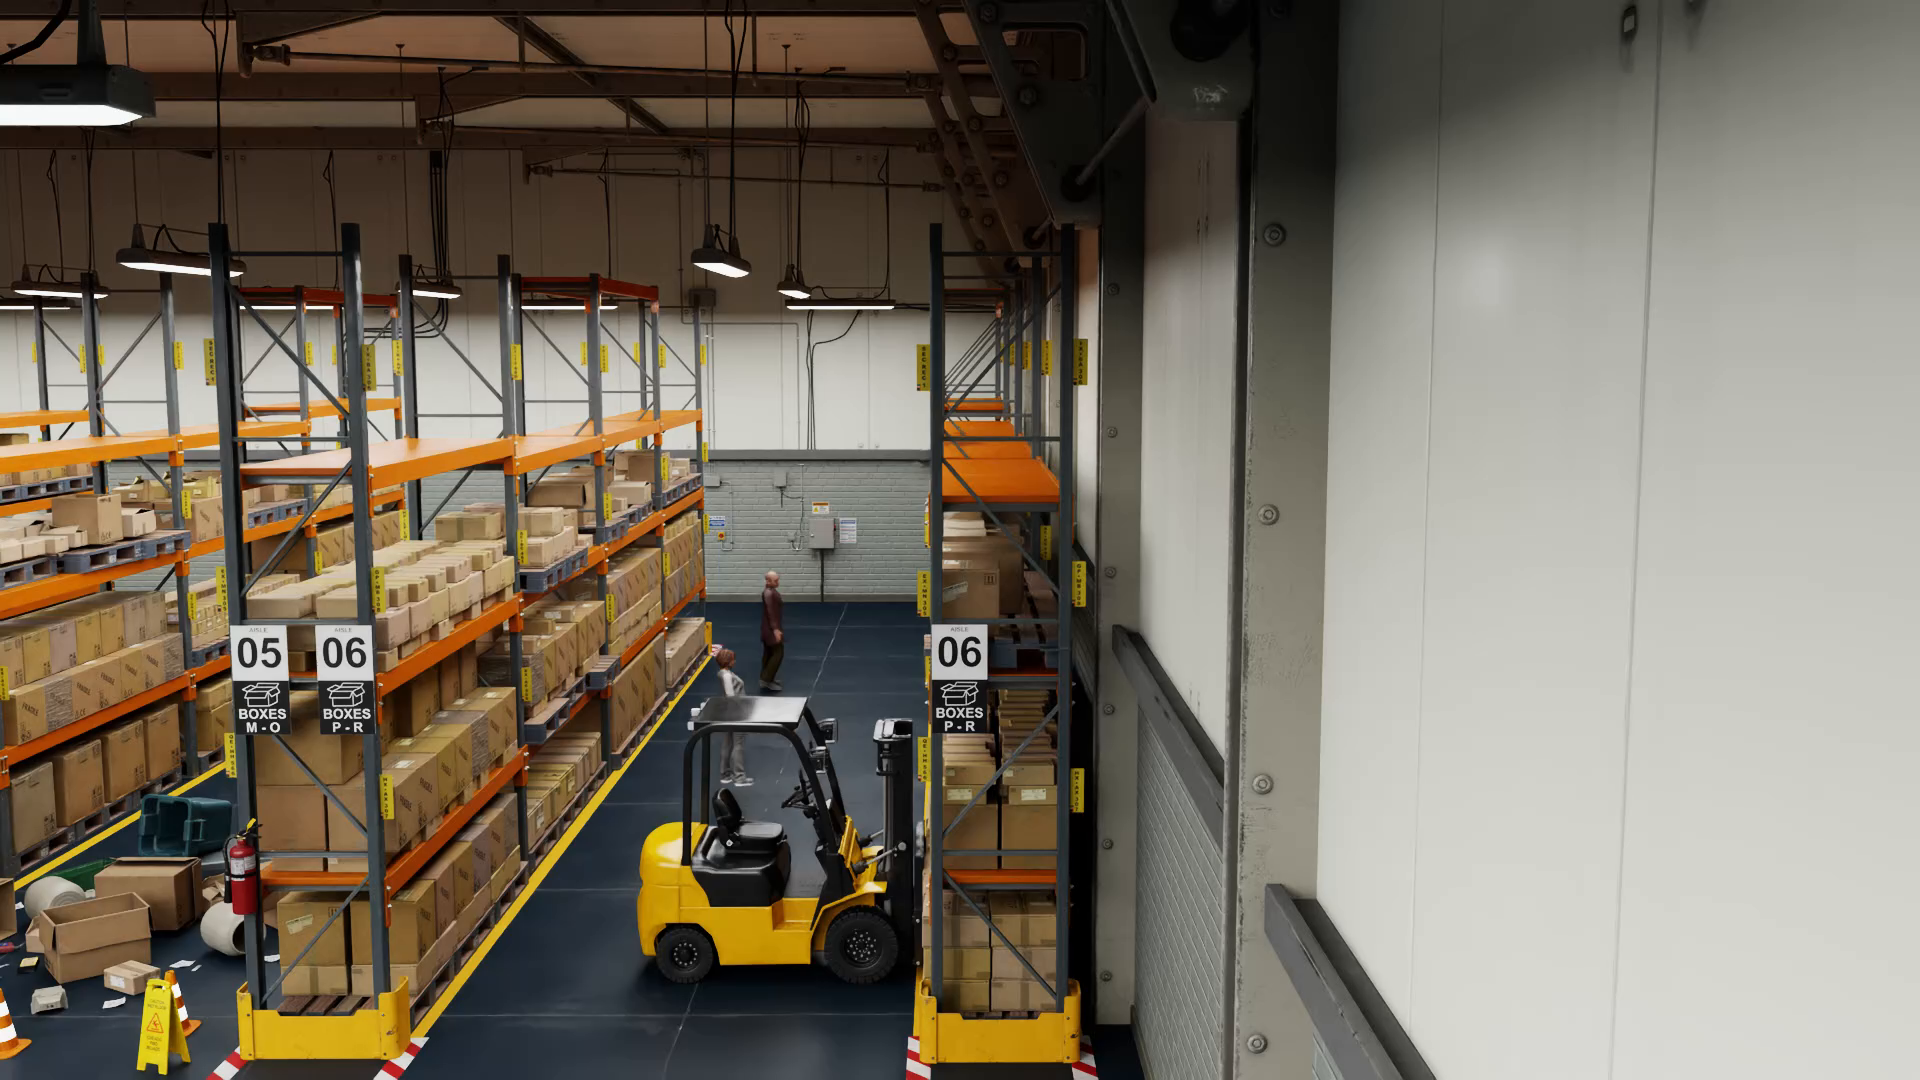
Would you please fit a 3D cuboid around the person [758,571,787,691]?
[{"bbox_3d":[-2.822,1.403,24.991,0.444,1.700,0.616,-1,7,-8],"label":"person"}]

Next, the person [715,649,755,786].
[{"bbox_3d":[-2.598,2.035,19.139,0.383,1.590,0.468,-4,8,-32],"label":"person"}]
